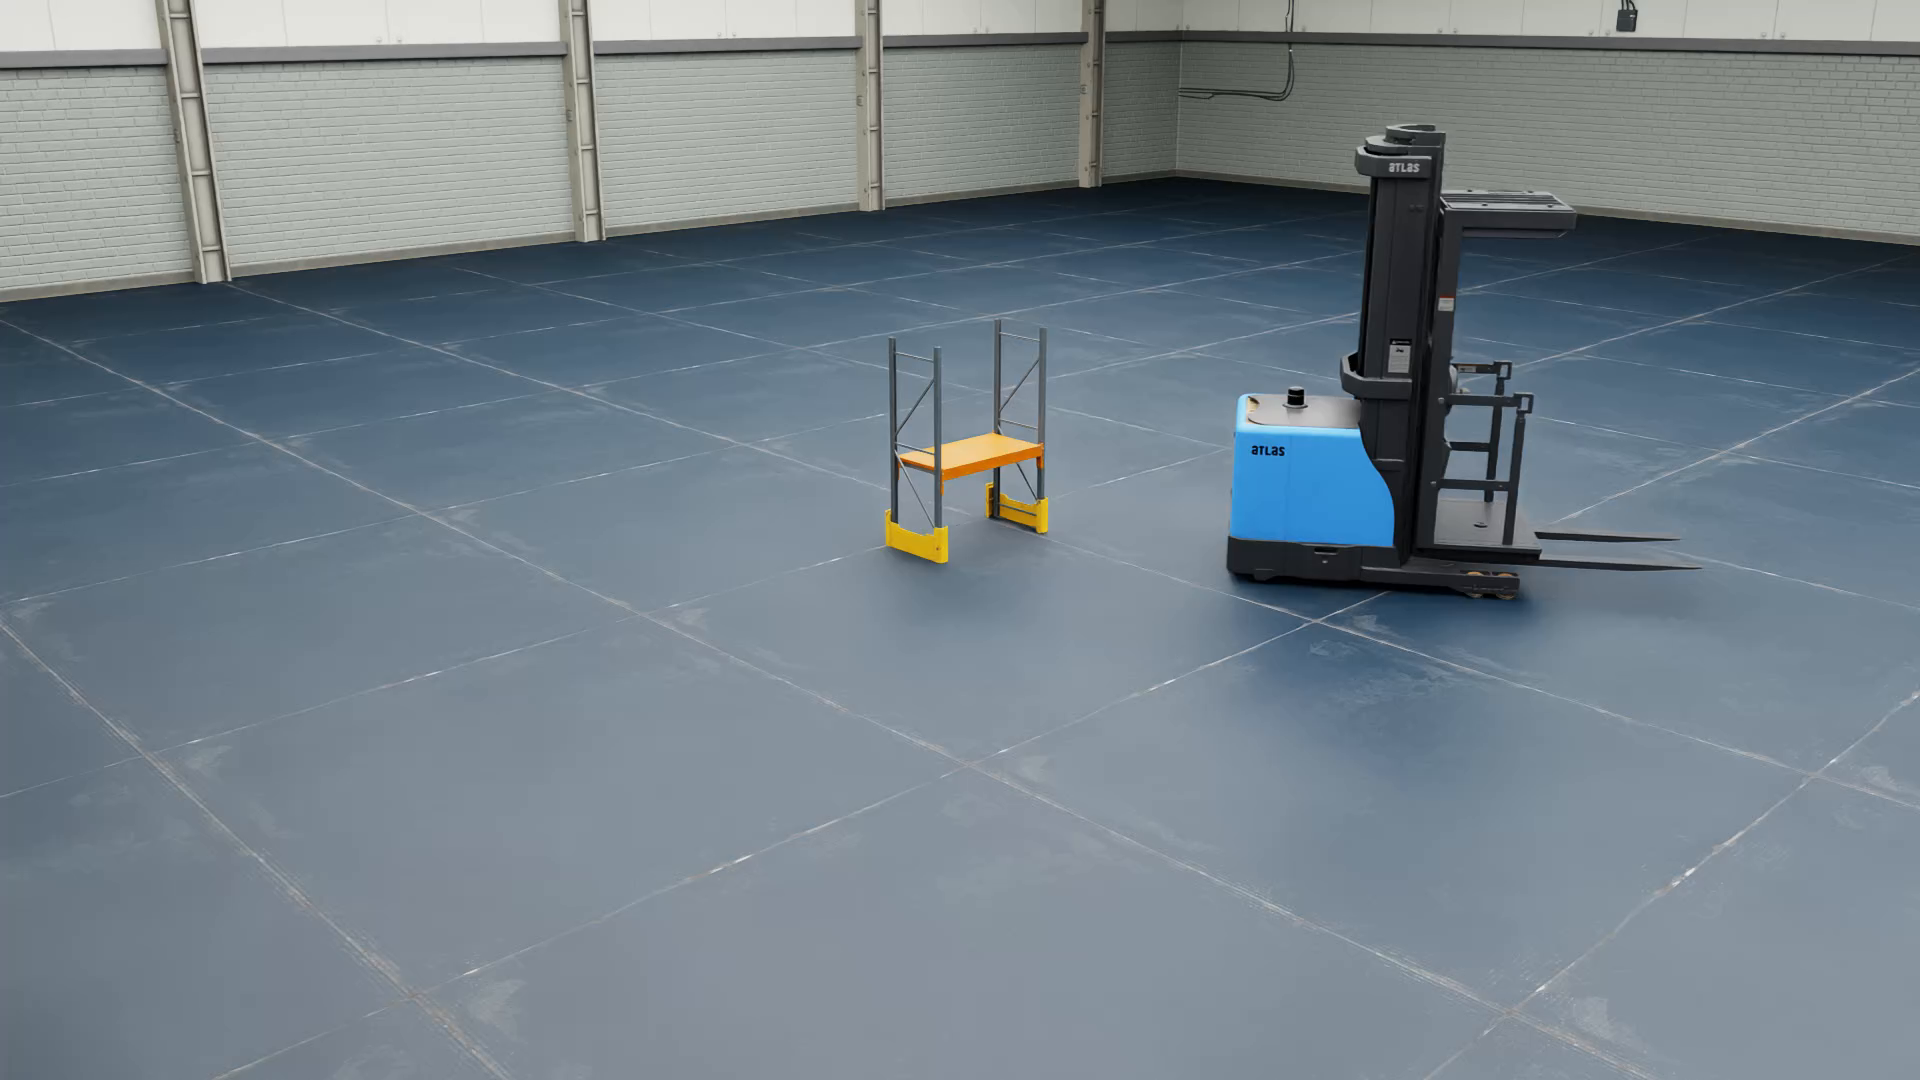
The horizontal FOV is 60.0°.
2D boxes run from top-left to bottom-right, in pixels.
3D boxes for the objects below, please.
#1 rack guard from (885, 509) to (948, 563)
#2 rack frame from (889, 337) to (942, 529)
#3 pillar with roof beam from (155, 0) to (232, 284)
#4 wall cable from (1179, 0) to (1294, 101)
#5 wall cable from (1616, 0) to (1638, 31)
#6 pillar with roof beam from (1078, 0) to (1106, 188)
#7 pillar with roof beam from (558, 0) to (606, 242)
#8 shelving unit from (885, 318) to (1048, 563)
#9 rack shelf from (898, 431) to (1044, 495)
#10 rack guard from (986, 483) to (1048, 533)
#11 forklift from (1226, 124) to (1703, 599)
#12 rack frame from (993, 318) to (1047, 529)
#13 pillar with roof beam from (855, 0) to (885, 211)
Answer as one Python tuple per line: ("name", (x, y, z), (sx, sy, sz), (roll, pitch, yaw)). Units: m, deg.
("rack guard", (-0.306, -0.030, 11.670), (0.087, 0.250, 0.587), (-16, 24, -41))
("rack frame", (-0.307, -0.624, 11.477), (0.032, 1.500, 0.500), (-16, 24, -41))
("pillar with roof beam", (-7.403, -6.910, 18.707), (0.400, 9.000, 9.100), (-16, 24, -41))
("wall cable", (5.767, -10.540, 34.937), (0.112, 2.526, 3.097), (-16, 24, -41))
("wall cable", (12.278, -11.504, 27.362), (0.169, 6.003, 2.305), (-16, 24, -41))
("pillar with roof beam", (5.676, -10.724, 30.471), (0.400, 9.000, 9.100), (-16, 24, -41))
("pillar with roof beam", (-3.043, -8.182, 22.629), (0.400, 9.000, 9.100), (-16, 24, -41))
("shelving unit", (0.055, -0.730, 11.803), (1.083, 1.500, 0.587), (-16, 24, -41))
("rack shelf", (0.062, -0.560, 11.865), (1.000, 0.185, 0.538), (-16, 24, -41))
("rack guard", (0.417, -0.241, 12.321), (0.087, 0.250, 0.587), (-16, 24, -41))
("forklift", (3.355, -1.186, 10.891), (3.031, 2.935, 1.130), (3, 18, 10))
("rack frame", (0.431, -0.839, 12.141), (0.032, 1.500, 0.500), (-16, 24, -41))
("pillar with roof beam", (1.316, -9.453, 26.550), (0.400, 9.000, 9.100), (-16, 24, -41))
